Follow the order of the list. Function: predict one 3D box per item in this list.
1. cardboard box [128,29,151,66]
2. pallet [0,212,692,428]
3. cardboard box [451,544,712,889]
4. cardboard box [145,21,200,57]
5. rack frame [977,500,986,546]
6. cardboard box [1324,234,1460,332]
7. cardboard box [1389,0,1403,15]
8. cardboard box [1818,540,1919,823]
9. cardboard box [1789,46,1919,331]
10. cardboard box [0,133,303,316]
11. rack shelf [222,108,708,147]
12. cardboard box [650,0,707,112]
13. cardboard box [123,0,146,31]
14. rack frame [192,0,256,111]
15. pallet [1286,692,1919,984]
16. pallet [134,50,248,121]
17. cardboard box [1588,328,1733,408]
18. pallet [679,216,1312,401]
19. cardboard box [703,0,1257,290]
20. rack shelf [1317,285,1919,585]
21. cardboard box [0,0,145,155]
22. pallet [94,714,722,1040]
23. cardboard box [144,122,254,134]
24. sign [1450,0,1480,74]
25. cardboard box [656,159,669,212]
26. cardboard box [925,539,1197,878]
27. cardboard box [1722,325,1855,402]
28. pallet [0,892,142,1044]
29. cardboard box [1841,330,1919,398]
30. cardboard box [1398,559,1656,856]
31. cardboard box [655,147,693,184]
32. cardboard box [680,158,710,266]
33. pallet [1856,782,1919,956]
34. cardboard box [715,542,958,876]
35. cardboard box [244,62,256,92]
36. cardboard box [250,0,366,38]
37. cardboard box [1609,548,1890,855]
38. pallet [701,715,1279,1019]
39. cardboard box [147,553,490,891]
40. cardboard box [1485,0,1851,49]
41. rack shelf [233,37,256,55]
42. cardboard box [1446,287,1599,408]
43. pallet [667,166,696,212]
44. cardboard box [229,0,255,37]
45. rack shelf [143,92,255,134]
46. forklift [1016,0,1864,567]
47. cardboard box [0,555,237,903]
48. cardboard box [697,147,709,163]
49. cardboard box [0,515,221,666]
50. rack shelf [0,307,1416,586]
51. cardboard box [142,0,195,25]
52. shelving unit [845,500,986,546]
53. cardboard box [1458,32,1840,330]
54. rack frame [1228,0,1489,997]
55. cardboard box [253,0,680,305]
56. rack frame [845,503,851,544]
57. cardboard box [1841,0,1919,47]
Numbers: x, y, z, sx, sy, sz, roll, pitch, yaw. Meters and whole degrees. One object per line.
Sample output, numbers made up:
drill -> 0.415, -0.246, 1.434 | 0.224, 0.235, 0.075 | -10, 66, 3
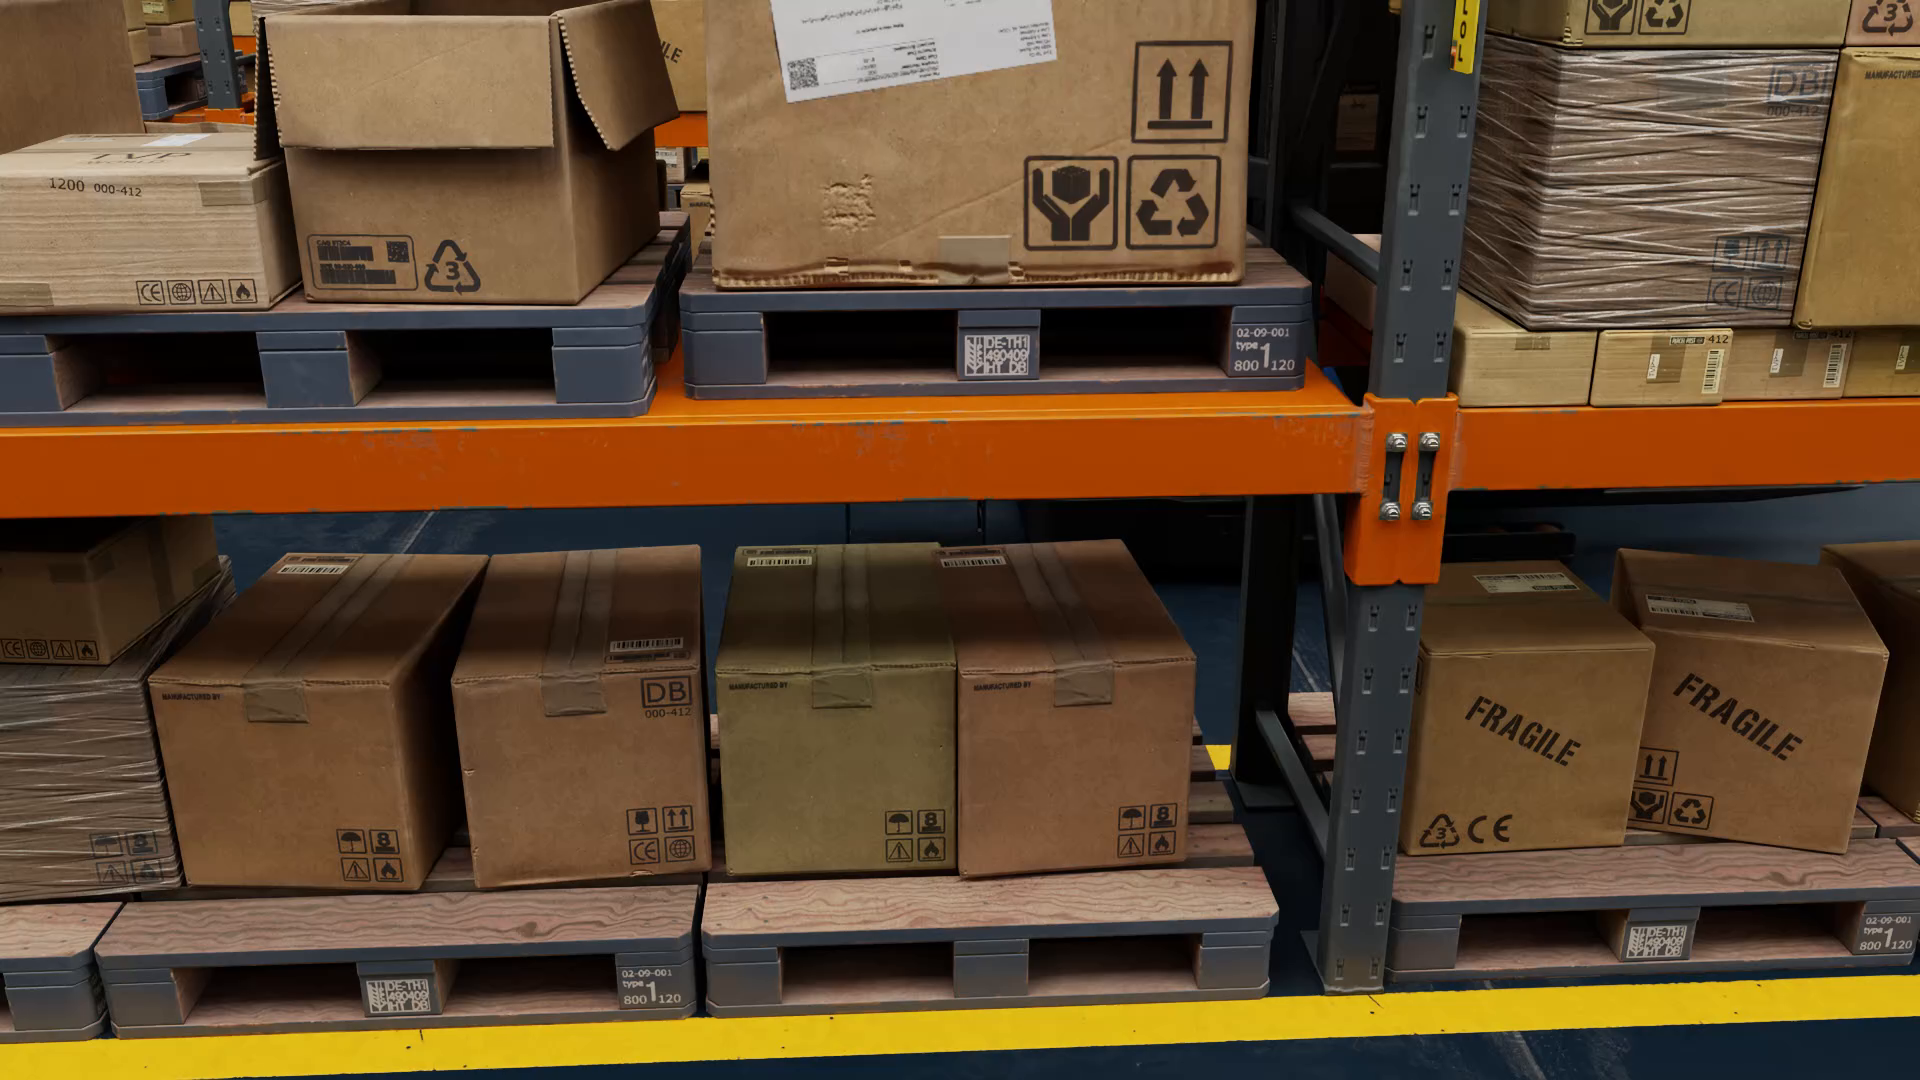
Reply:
cardboard box -> -3.826, -2.193, 7.427 | 0.250, 0.149, 0.380 | -1, 21, -2
pallet -> -1.204, -0.488, 3.457 | 1.213, 0.211, 1.003 | -1, 21, -3
cardboard box -> -0.834, 0.378, 3.808 | 0.500, 0.500, 0.700 | -3, 21, -8
cardboard box -> -3.818, -2.428, 8.047 | 0.250, 0.149, 0.380 | -1, 21, -4
rack frame -> 0.078, -0.562, 5.912 | 0.015, 1.200, 0.240 | -1, 21, -3
cardboard box -> 1.014, -0.596, 3.823 | 0.250, 0.149, 0.380 | -1, 21, -3
cardboard box -> 1.249, -1.364, 3.524 | 0.500, 0.500, 0.500 | -1, 21, -3
cardboard box -> 2.404, 0.319, 3.990 | 0.500, 0.500, 0.500 | -3, 21, -8
cardboard box -> 1.770, -0.775, 3.382 | 0.500, 0.500, 0.875 | -1, 21, -3
cardboard box -> -1.491, -0.601, 3.106 | 0.500, 0.250, 0.500 | -2, 21, -5
rack shelf -> -1.363, -1.991, 8.147 | 4.000, 0.370, 1.077 | -1, 21, -3
cardboard box -> -1.388, -2.278, 7.747 | 0.500, 0.500, 0.500 | -1, 21, -4
cardboard box -> -3.827, -2.333, 7.378 | 0.250, 0.149, 0.380 | -1, 21, -2
rack frame -> -3.360, -2.287, 7.912 | 0.127, 3.000, 1.000 | -1, 21, -3
pallet -> 1.484, 0.673, 4.057 | 1.213, 0.211, 1.003 | -1, 21, -3
pallet -> -4.065, -2.145, 7.809 | 1.003, 0.211, 1.213 | -1, 21, -3
cardboard box -> 1.298, -0.385, 3.269 | 0.250, 0.149, 0.380 | -1, 21, -3
pallet -> 0.044, -0.551, 3.621 | 1.213, 0.211, 1.003 | -1, 21, -3
cardboard box -> 0.014, -1.114, 3.399 | 1.000, 1.000, 1.000 | -1, 21, -3
rack shelf -> 2.812, -0.309, 3.727 | 4.000, 0.370, 1.077 | -1, 21, -3
cardboard box -> -2.089, -0.838, 3.376 | 0.500, 0.500, 0.700 | 2, 21, 5
pallet -> -1.182, 0.741, 3.878 | 1.213, 0.211, 1.003 | -1, 21, -3
cardboard box -> -1.528, -0.786, 3.569 | 0.258, 0.266, 0.396 | -2, 21, -5
sign -> 0.851, -0.948, 2.769 | 0.005, 0.325, 0.100 | -1, 21, -3
cardboard box -> -1.874, -1.431, 8.236 | 0.750, 0.750, 1.050 | -1, 21, -2
cardboard box -> 0.201, 0.363, 3.846 | 0.500, 0.500, 0.700 | -3, 21, -7
cardboard box -> 1.546, -0.400, 3.308 | 0.250, 0.149, 0.380 | -1, 21, -3
pallet -> -2.398, 0.765, 3.815 | 1.213, 0.211, 1.003 | -1, 21, -3
cardboard box -> 1.795, -0.408, 3.330 | 0.250, 0.149, 0.380 | -1, 21, -3
cardboard box -> 1.217, 0.374, 3.846 | 0.500, 0.500, 0.500 | -2, 21, -5
cardboard box -> -2.443, -3.037, 12.986 | 0.625, 0.372, 0.950 | -2, 21, -4
cardboard box -> -0.944, -1.450, 8.286 | 0.750, 0.750, 1.050 | -1, 21, -3
pallet -> 2.705, 0.647, 4.125 | 1.213, 0.211, 1.003 | -1, 21, -3
cardboard box -> -0.276, 0.366, 3.838 | 0.500, 0.500, 0.700 | -1, 21, -3
cardboard box -> -5.329, -3.245, 12.826 | 0.875, 0.875, 0.875 | -1, 21, -2
cardboard box -> -2.896, -2.247, 7.666 | 0.500, 0.500, 0.500 | -1, 21, -2
cardboard box -> 1.789, 0.359, 3.884 | 0.500, 0.500, 0.500 | 5, 22, 14
pallet -> 0.038, 0.715, 3.946 | 1.213, 0.211, 1.003 | -1, 21, -3
cardboard box -> -1.391, 0.389, 3.778 | 0.500, 0.500, 0.700 | 1, 21, 1
cardboard box -> 1.279, -1.176, 3.030 | 0.500, 0.500, 0.500 | -1, 21, -3
rack shelf -> -5.740, -3.666, 12.547 | 4.000, 0.370, 1.077 | -1, 21, -3
cardboard box -> 1.048, -0.384, 3.268 | 0.250, 0.149, 0.380 | -1, 21, -3
pallet -> -1.748, -2.779, 13.124 | 1.213, 0.211, 1.003 | -1, 21, -3
cardboard box -> -5.246, -3.850, 12.229 | 0.500, 0.250, 0.500 | -1, 21, -4
rack shelf -> -5.357, -1.910, 7.933 | 4.000, 0.370, 1.077 | -1, 21, -3
forklift -> 1.735, -1.435, 5.771 | 3.031, 2.935, 1.130 | -2, 21, -4
cardboard box -> -1.957, 0.403, 3.741 | 0.500, 0.500, 0.700 | -3, 21, -8
cardboard box -> -1.685, -3.051, 13.021 | 0.625, 0.372, 0.950 | 0, 21, -1
cardboard box -> -1.982, 0.051, 3.613 | 0.500, 0.250, 0.500 | 1, 21, 3
rack shelf -> -1.181, -0.227, 3.514 | 4.000, 0.370, 1.077 | -1, 21, -3
cardboard box -> -3.854, -2.566, 7.991 | 0.250, 0.149, 0.380 | 0, 21, -1
shelving unit -> -0.165, -0.557, 5.899 | 0.503, 1.200, 0.258 | -1, 21, -3
cardboard box -> 1.268, -0.777, 3.388 | 0.500, 0.500, 0.875 | -1, 21, -3
rack frame -> 0.816, -0.604, 3.492 | 0.127, 3.000, 1.000 | -1, 21, -3
cardboard box -> -0.910, -0.781, 3.221 | 0.637, 0.503, 0.797 | 1, 21, 2
rack frame -> -0.409, -0.552, 5.886 | 0.015, 1.200, 0.240 | -1, 21, -3
cardboard box -> 1.779, -1.187, 3.059 | 0.500, 0.500, 0.500 | -1, 21, -3
